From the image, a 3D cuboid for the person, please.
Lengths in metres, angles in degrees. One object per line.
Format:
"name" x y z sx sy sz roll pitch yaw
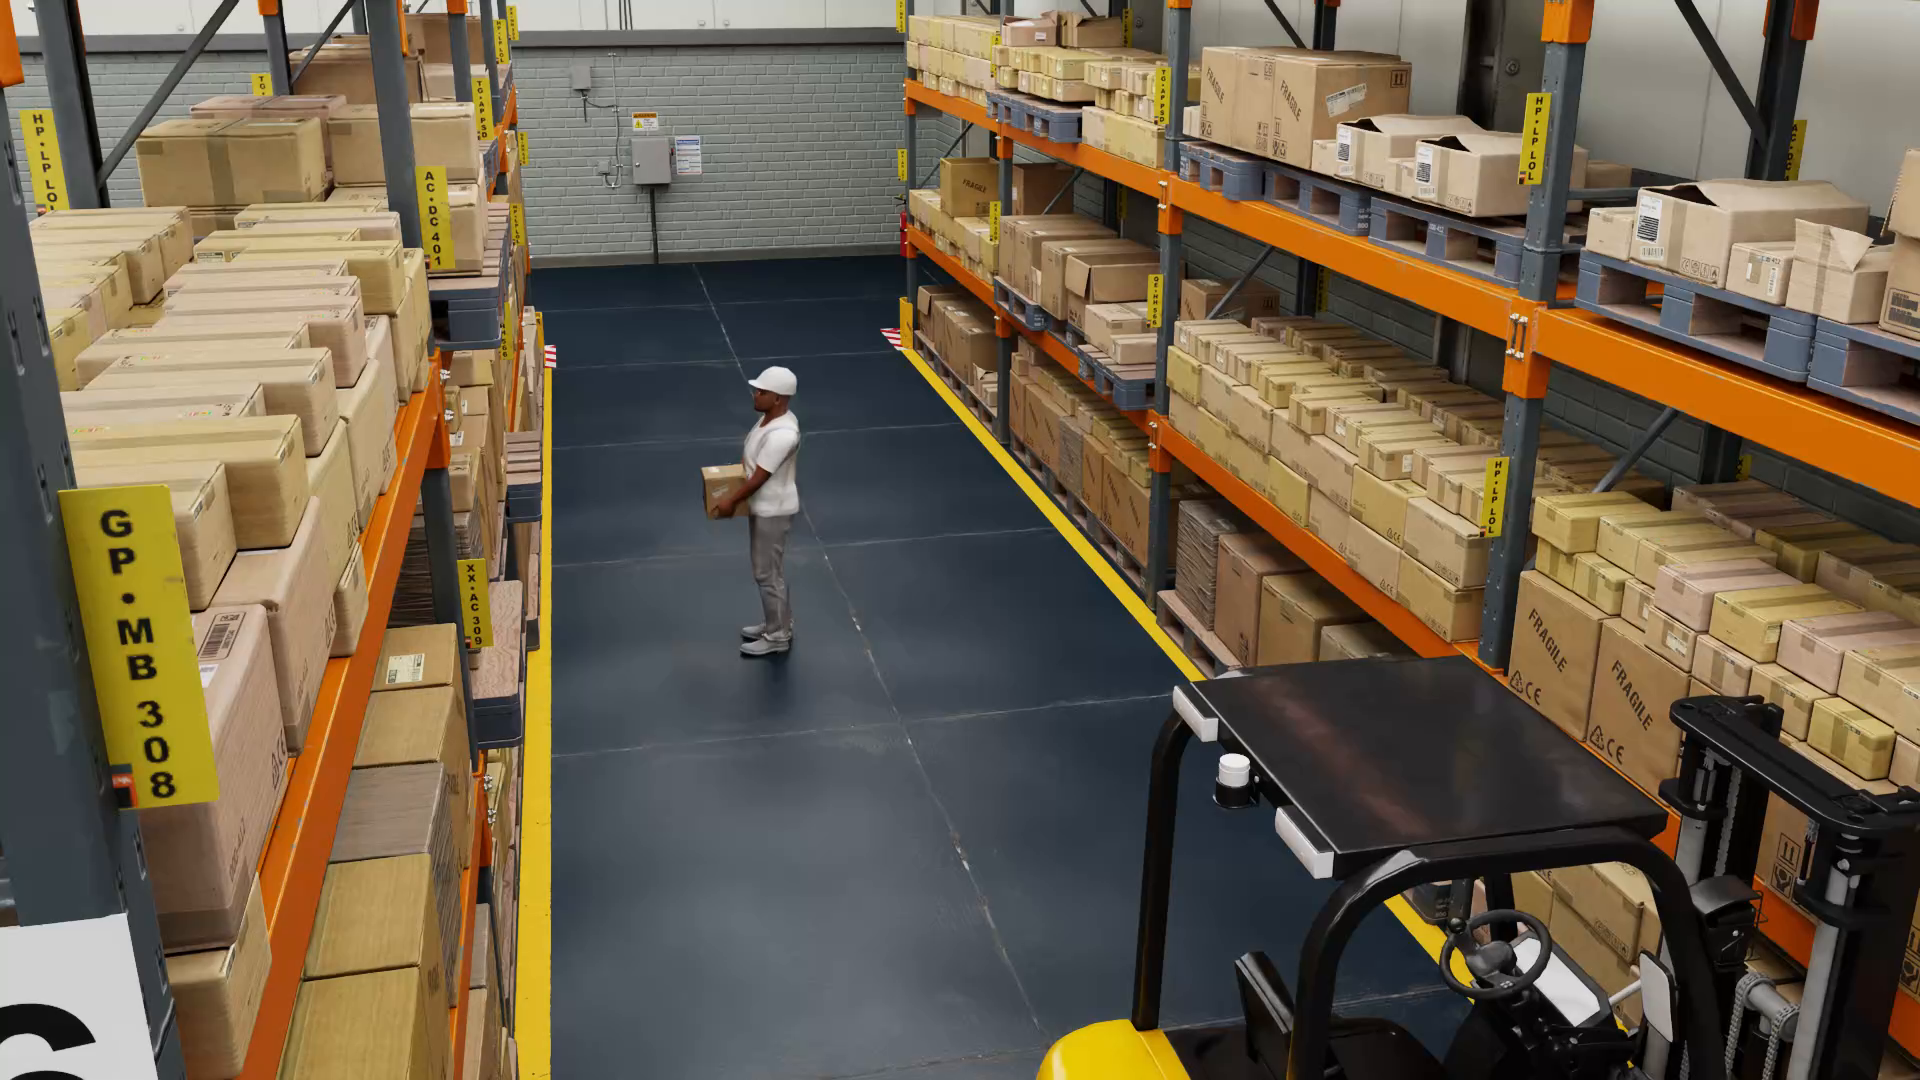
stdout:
"person" -1.235 -0.177 10.035 0.575 1.767 0.510 -4 20 -11
